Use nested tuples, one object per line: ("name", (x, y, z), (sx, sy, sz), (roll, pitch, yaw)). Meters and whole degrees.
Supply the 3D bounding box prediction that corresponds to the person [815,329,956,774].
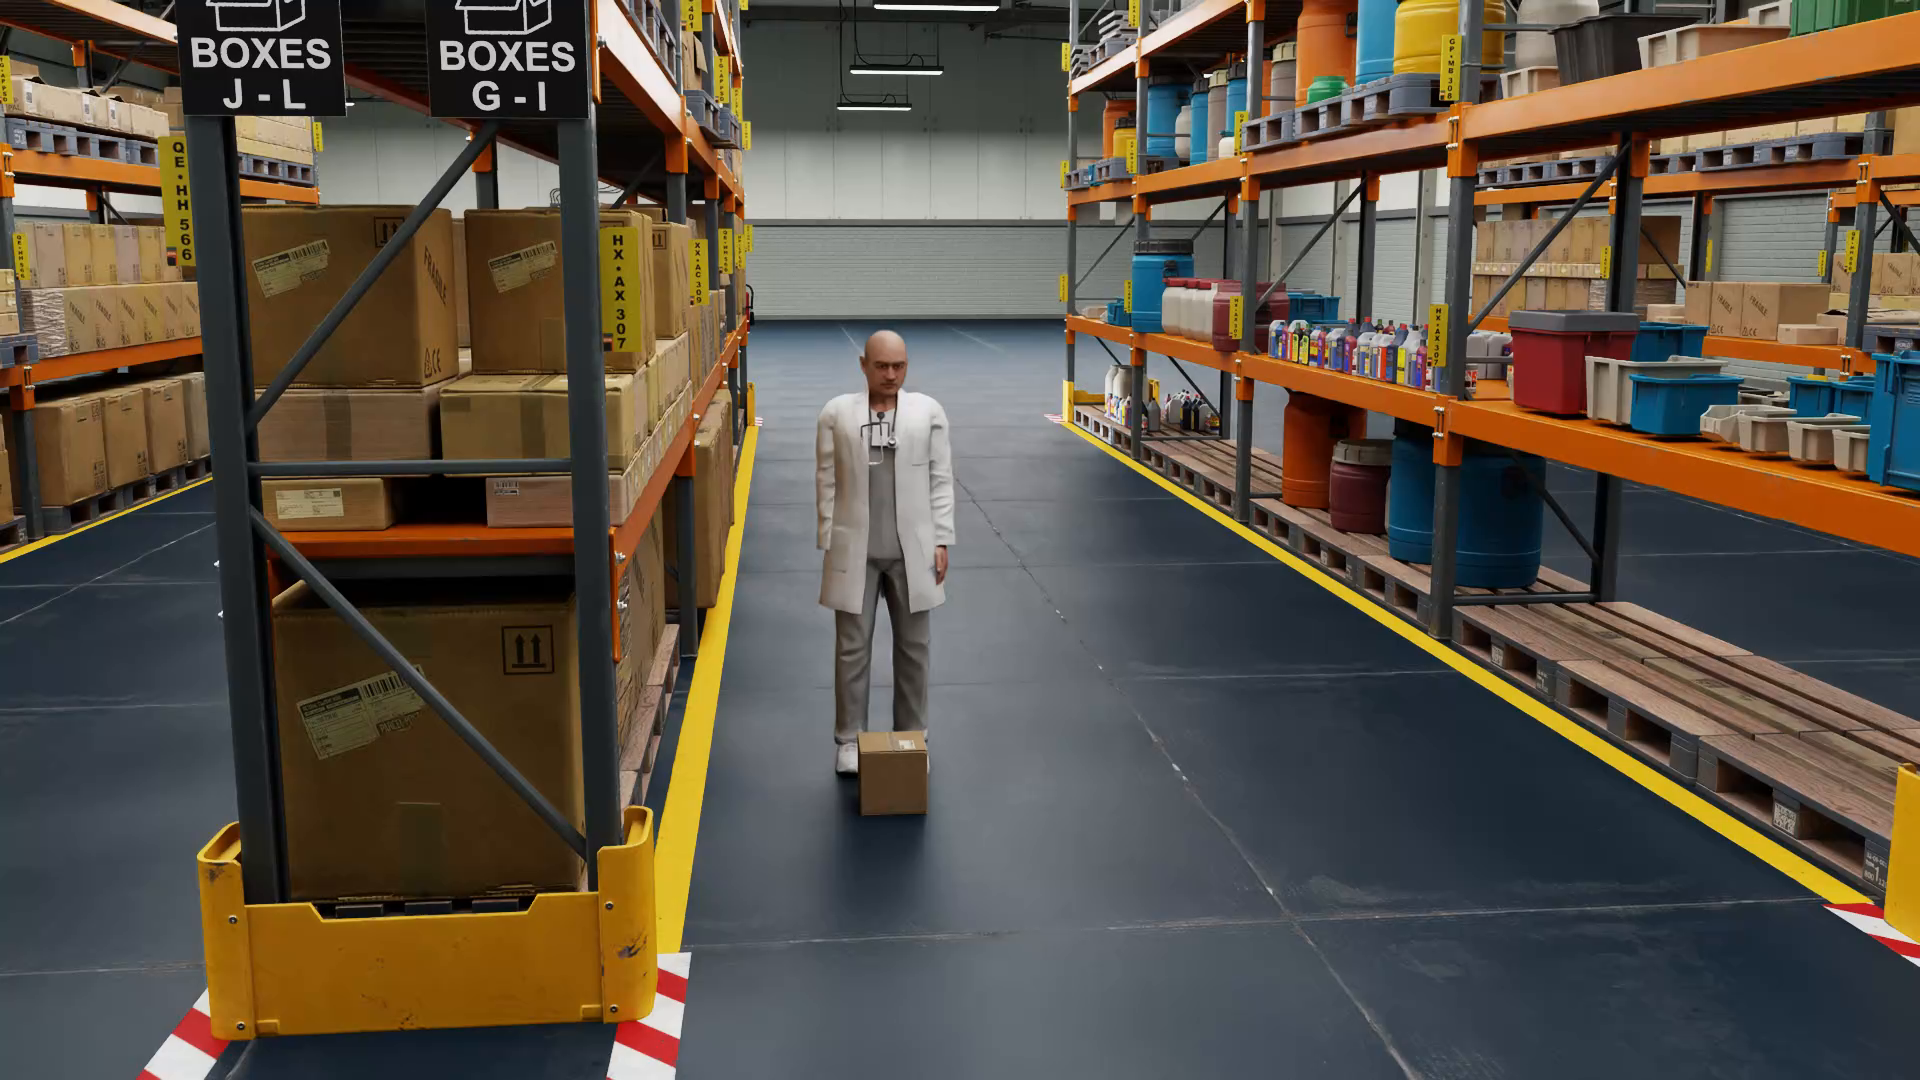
("person", (-0.296, 0.052, 6.687), (0.562, 1.783, 0.384), (-1, 10, -5))
